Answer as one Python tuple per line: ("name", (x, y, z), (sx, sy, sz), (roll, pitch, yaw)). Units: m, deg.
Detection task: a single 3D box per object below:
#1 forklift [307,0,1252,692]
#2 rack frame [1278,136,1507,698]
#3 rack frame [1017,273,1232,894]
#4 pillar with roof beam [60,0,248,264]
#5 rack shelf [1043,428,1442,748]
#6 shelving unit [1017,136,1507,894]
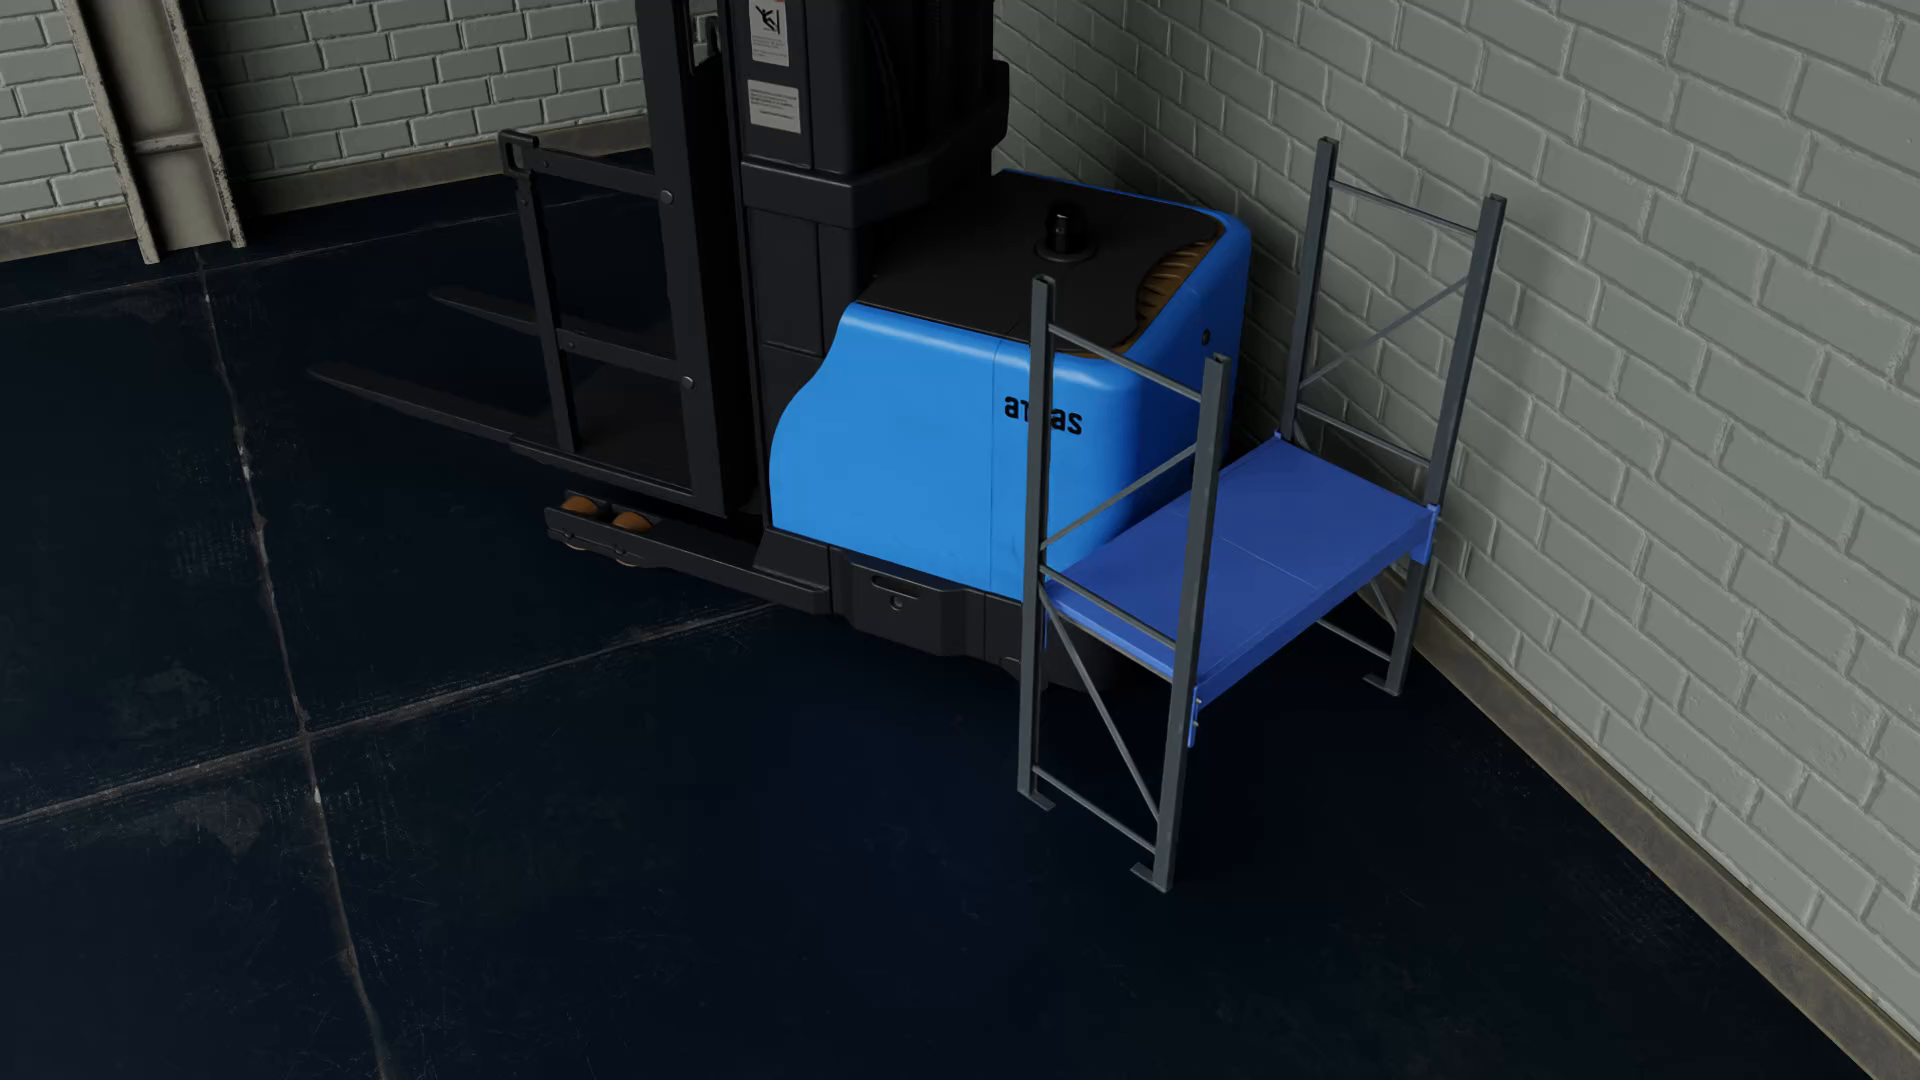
("forklift", (-0.719, -1.358, 4.621), (3.031, 2.935, 1.130), (16, 40, 21))
("rack frame", (1.057, -0.273, 4.359), (0.032, 1.500, 0.500), (-31, 46, -35))
("rack frame", (0.337, 0.155, 3.782), (0.032, 1.500, 0.500), (-31, 46, -35))
("pillar with roof beam", (-1.367, -2.545, 1.128), (0.400, 9.000, 9.100), (-16, 39, -20))
("rack shelf", (0.697, 0.085, 4.178), (1.000, 0.185, 0.538), (-31, 46, -35))
("shelving unit", (0.697, -0.059, 4.070), (1.048, 1.500, 0.538), (-31, 46, -35))
